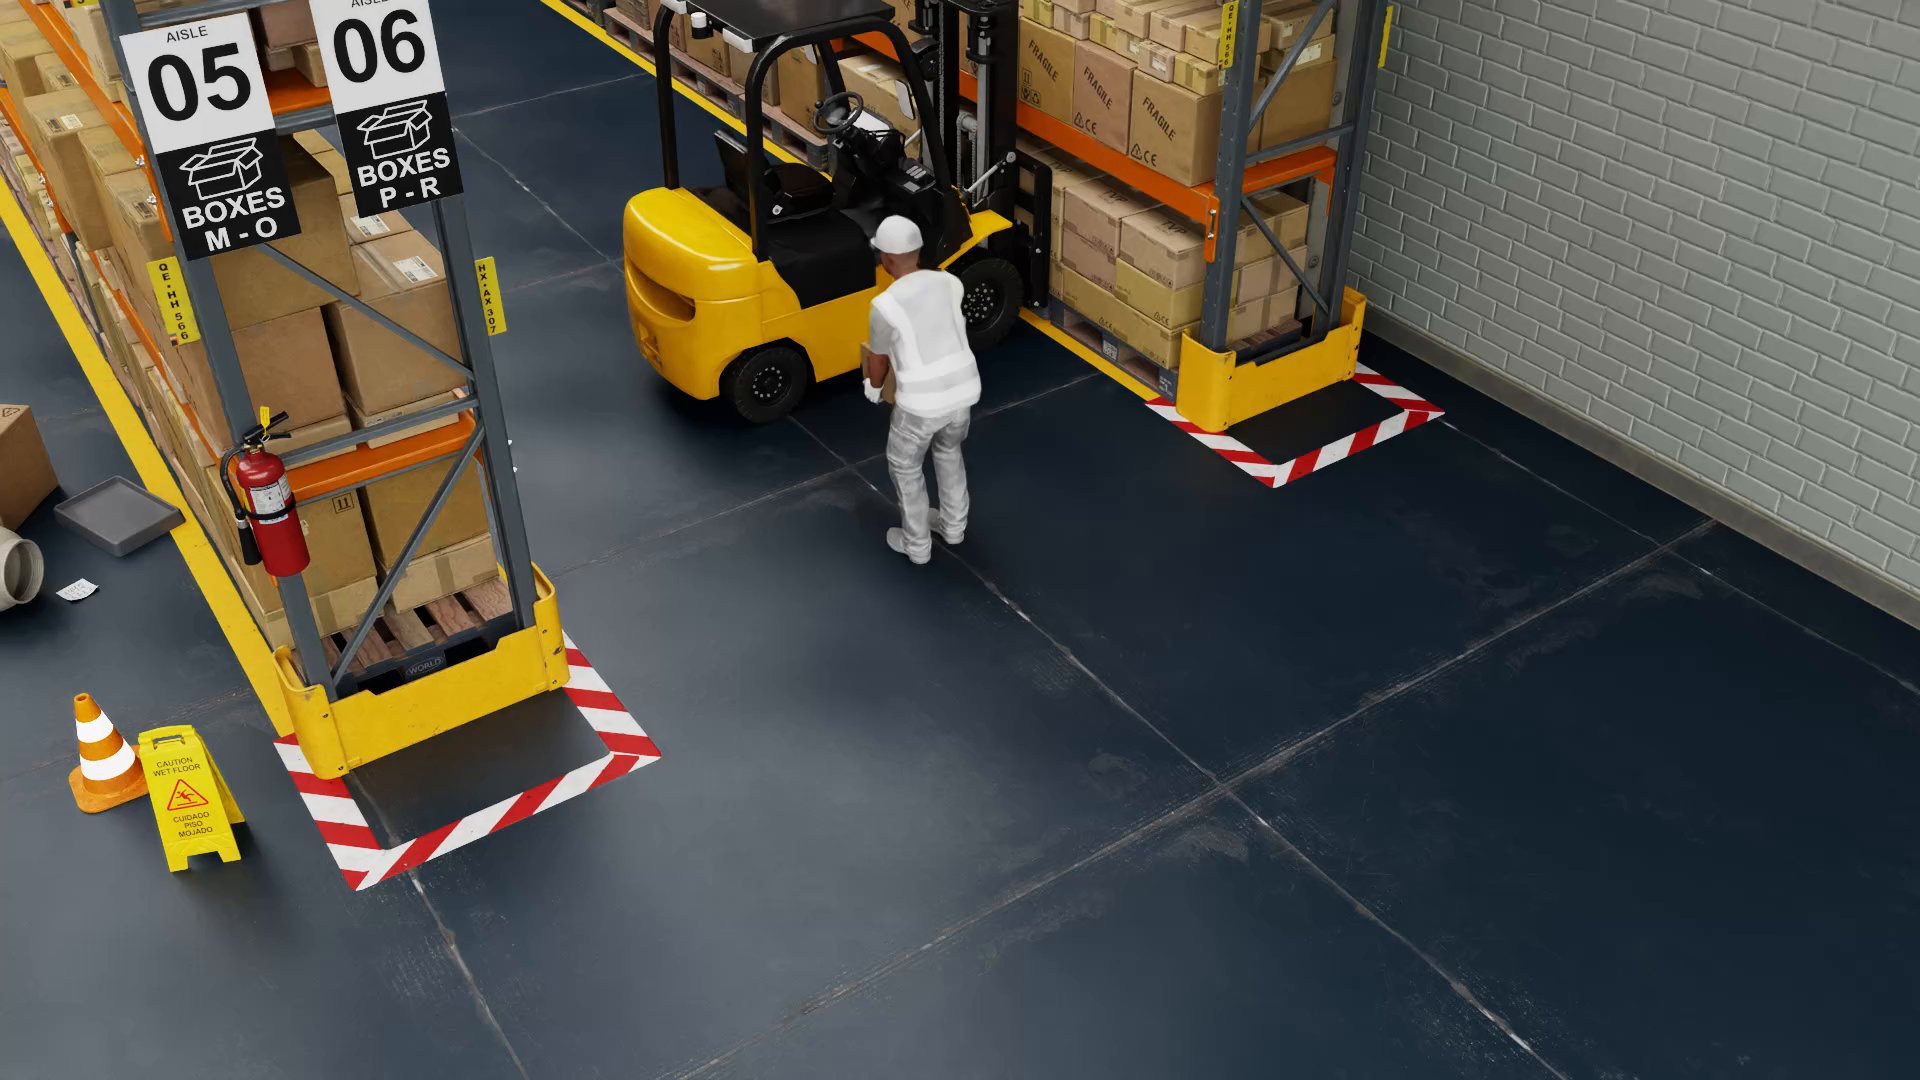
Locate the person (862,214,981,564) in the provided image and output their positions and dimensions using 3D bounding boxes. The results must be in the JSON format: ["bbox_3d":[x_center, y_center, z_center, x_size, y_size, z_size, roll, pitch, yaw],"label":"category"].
[{"bbox_3d":[-0.203,-0.717,8.019,0.485,1.726,0.618,-23,42,-28],"label":"person"}]
